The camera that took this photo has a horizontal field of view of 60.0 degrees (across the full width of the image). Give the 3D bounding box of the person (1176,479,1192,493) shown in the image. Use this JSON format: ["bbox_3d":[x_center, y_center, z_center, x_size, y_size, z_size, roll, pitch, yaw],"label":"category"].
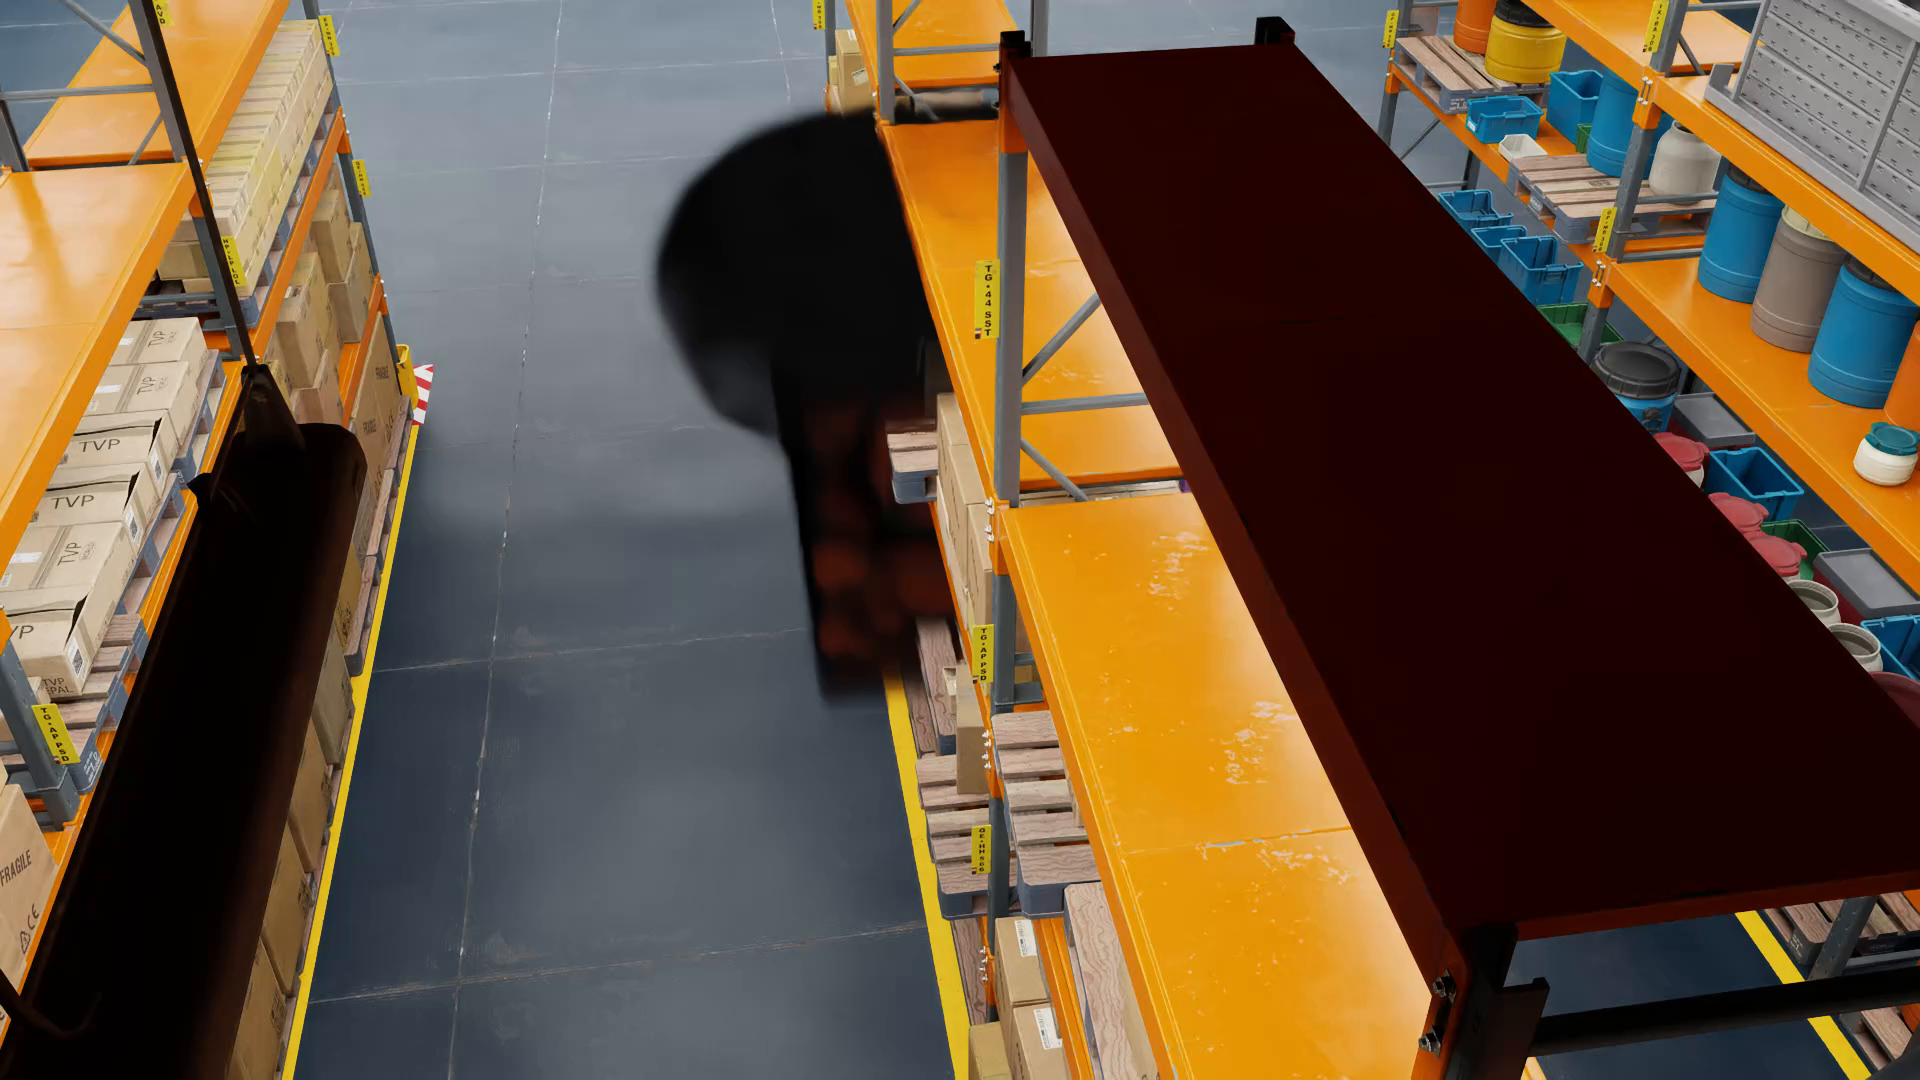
[{"bbox_3d":[1.636,-0.220,11.863,0.510,1.619,0.792,-5,37,-7],"label":"person"}]
